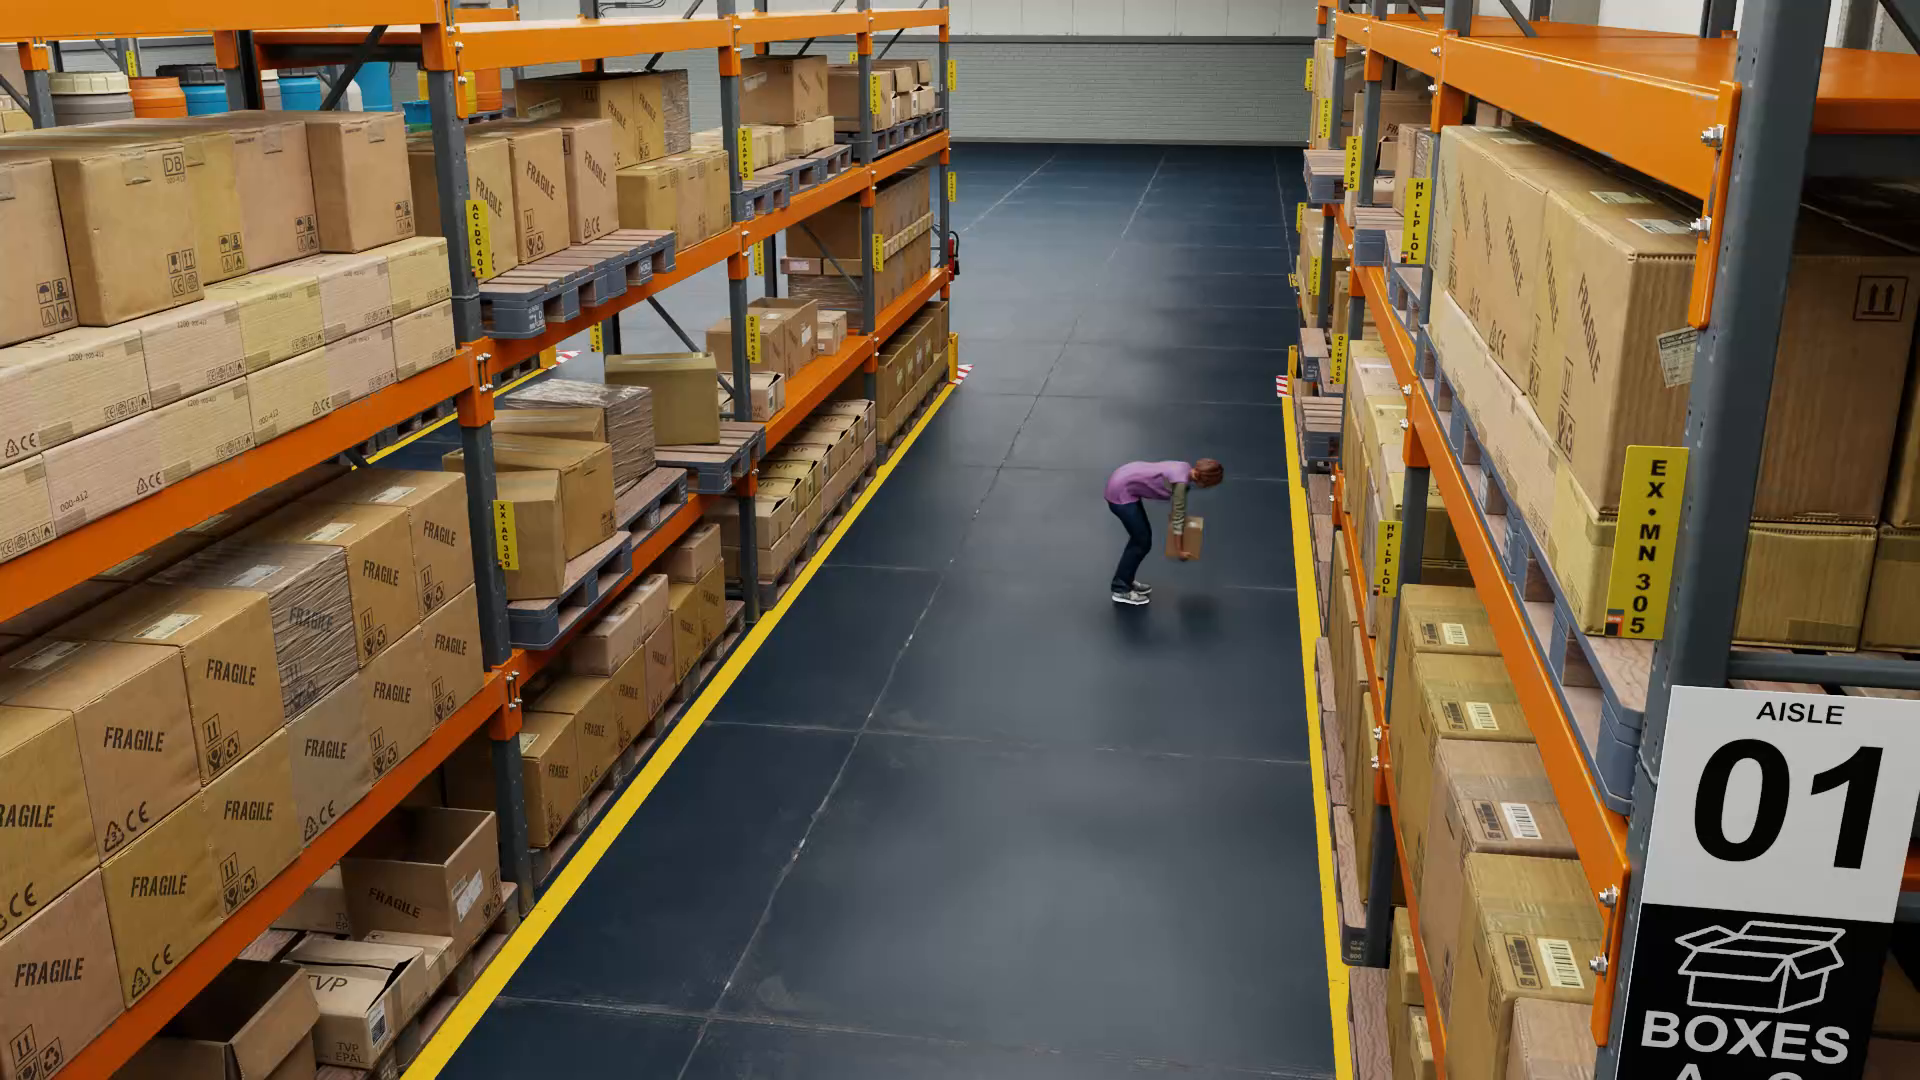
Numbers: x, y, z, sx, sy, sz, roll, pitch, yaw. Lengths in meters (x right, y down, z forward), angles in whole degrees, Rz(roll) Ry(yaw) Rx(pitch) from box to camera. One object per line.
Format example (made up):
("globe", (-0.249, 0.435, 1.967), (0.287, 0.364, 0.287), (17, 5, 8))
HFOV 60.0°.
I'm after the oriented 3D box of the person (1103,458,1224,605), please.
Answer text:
("person", (1.469, -0.080, 12.129), (0.858, 1.093, 0.387), (2, 18, 7))
